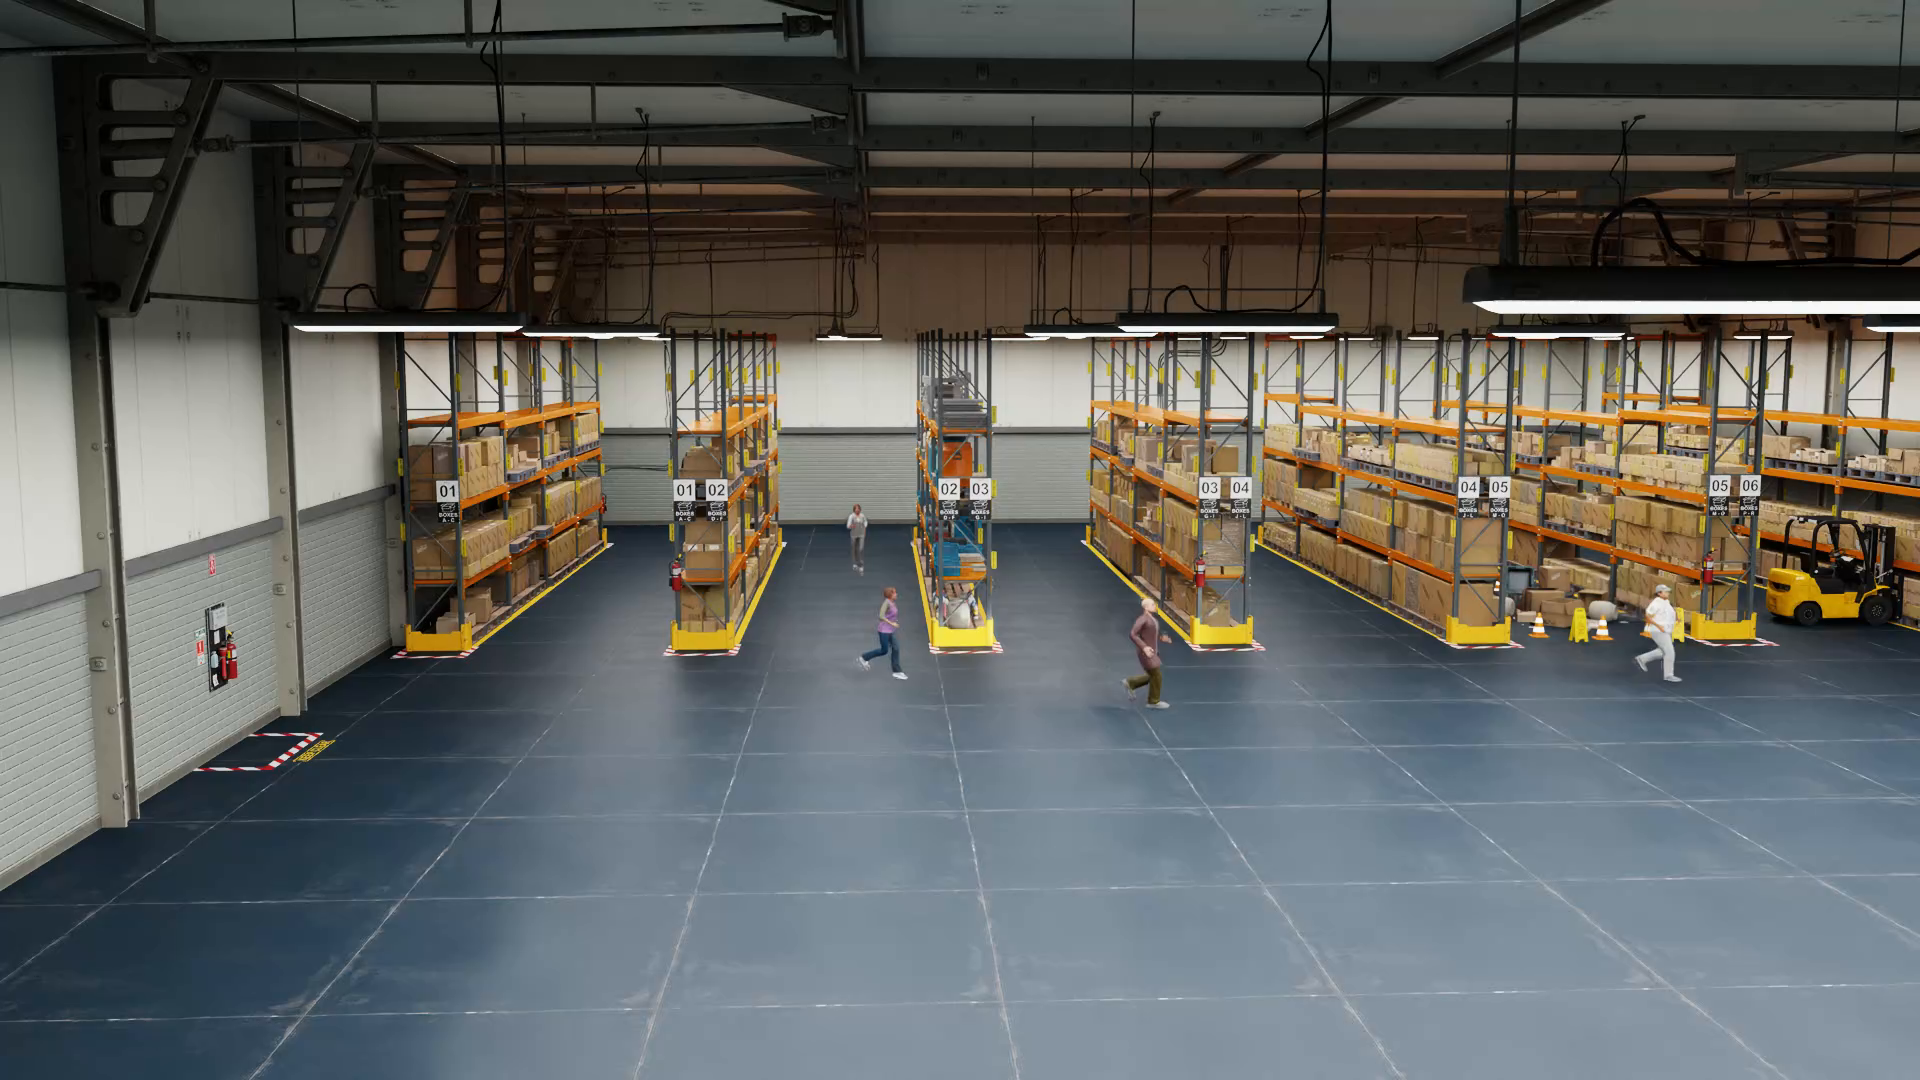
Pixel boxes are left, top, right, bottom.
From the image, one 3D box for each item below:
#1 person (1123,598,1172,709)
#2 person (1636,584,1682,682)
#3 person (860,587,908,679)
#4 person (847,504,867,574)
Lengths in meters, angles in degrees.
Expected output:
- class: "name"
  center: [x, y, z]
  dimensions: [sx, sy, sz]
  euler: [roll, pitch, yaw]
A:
- class: "person"
  center: [2.916, 1.775, 26.176]
  dimensions: [0.799, 1.742, 0.709]
  euler: [3, 8, 26]
- class: "person"
  center: [11.951, 1.569, 28.400]
  dimensions: [0.823, 1.634, 0.620]
  euler: [6, 9, 41]
- class: "person"
  center: [-1.299, 1.585, 28.562]
  dimensions: [0.878, 1.589, 0.565]
  euler: [2, 7, 15]
- class: "person"
  center: [-2.455, -0.028, 39.824]
  dimensions: [0.525, 1.619, 0.701]
  euler: [-1, 7, -10]
